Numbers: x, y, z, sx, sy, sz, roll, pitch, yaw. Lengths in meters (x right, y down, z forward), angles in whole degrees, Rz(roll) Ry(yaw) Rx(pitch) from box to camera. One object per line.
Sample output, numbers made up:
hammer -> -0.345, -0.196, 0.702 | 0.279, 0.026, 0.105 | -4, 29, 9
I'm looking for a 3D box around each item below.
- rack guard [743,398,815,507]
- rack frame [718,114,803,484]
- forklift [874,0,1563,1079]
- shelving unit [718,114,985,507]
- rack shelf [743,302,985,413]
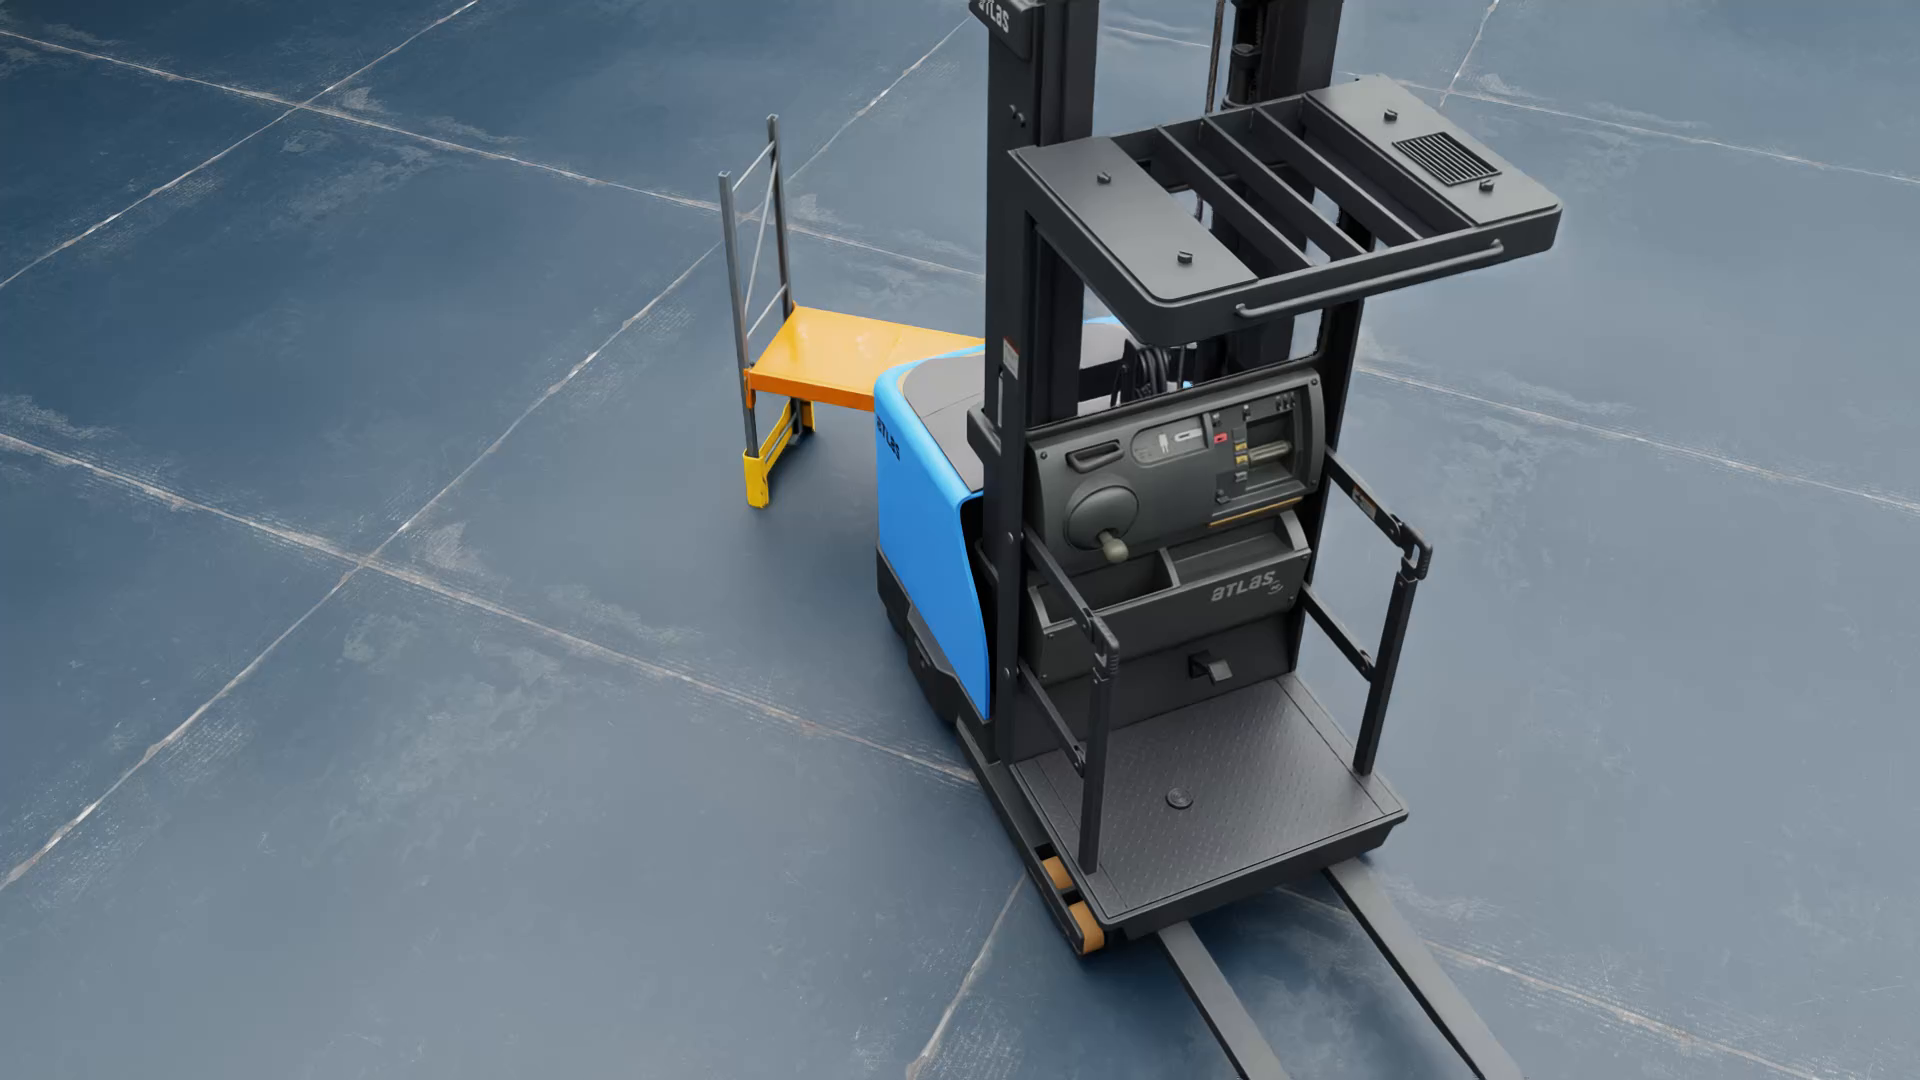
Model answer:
rack guard -> -0.762, -0.419, 7.042 | 0.087, 0.250, 0.587 | 12, 42, 13
rack frame -> -0.780, -0.895, 6.637 | 0.032, 1.500, 0.500 | 12, 42, 13
forklift -> 0.733, -0.129, 4.661 | 1.130, 2.935, 3.031 | -16, 43, -17
shelving unit -> -0.287, -0.793, 6.519 | 1.083, 1.500, 0.587 | 12, 42, 13
rack shelf -> -0.295, -0.658, 6.639 | 1.000, 0.185, 0.538 | 12, 42, 13
